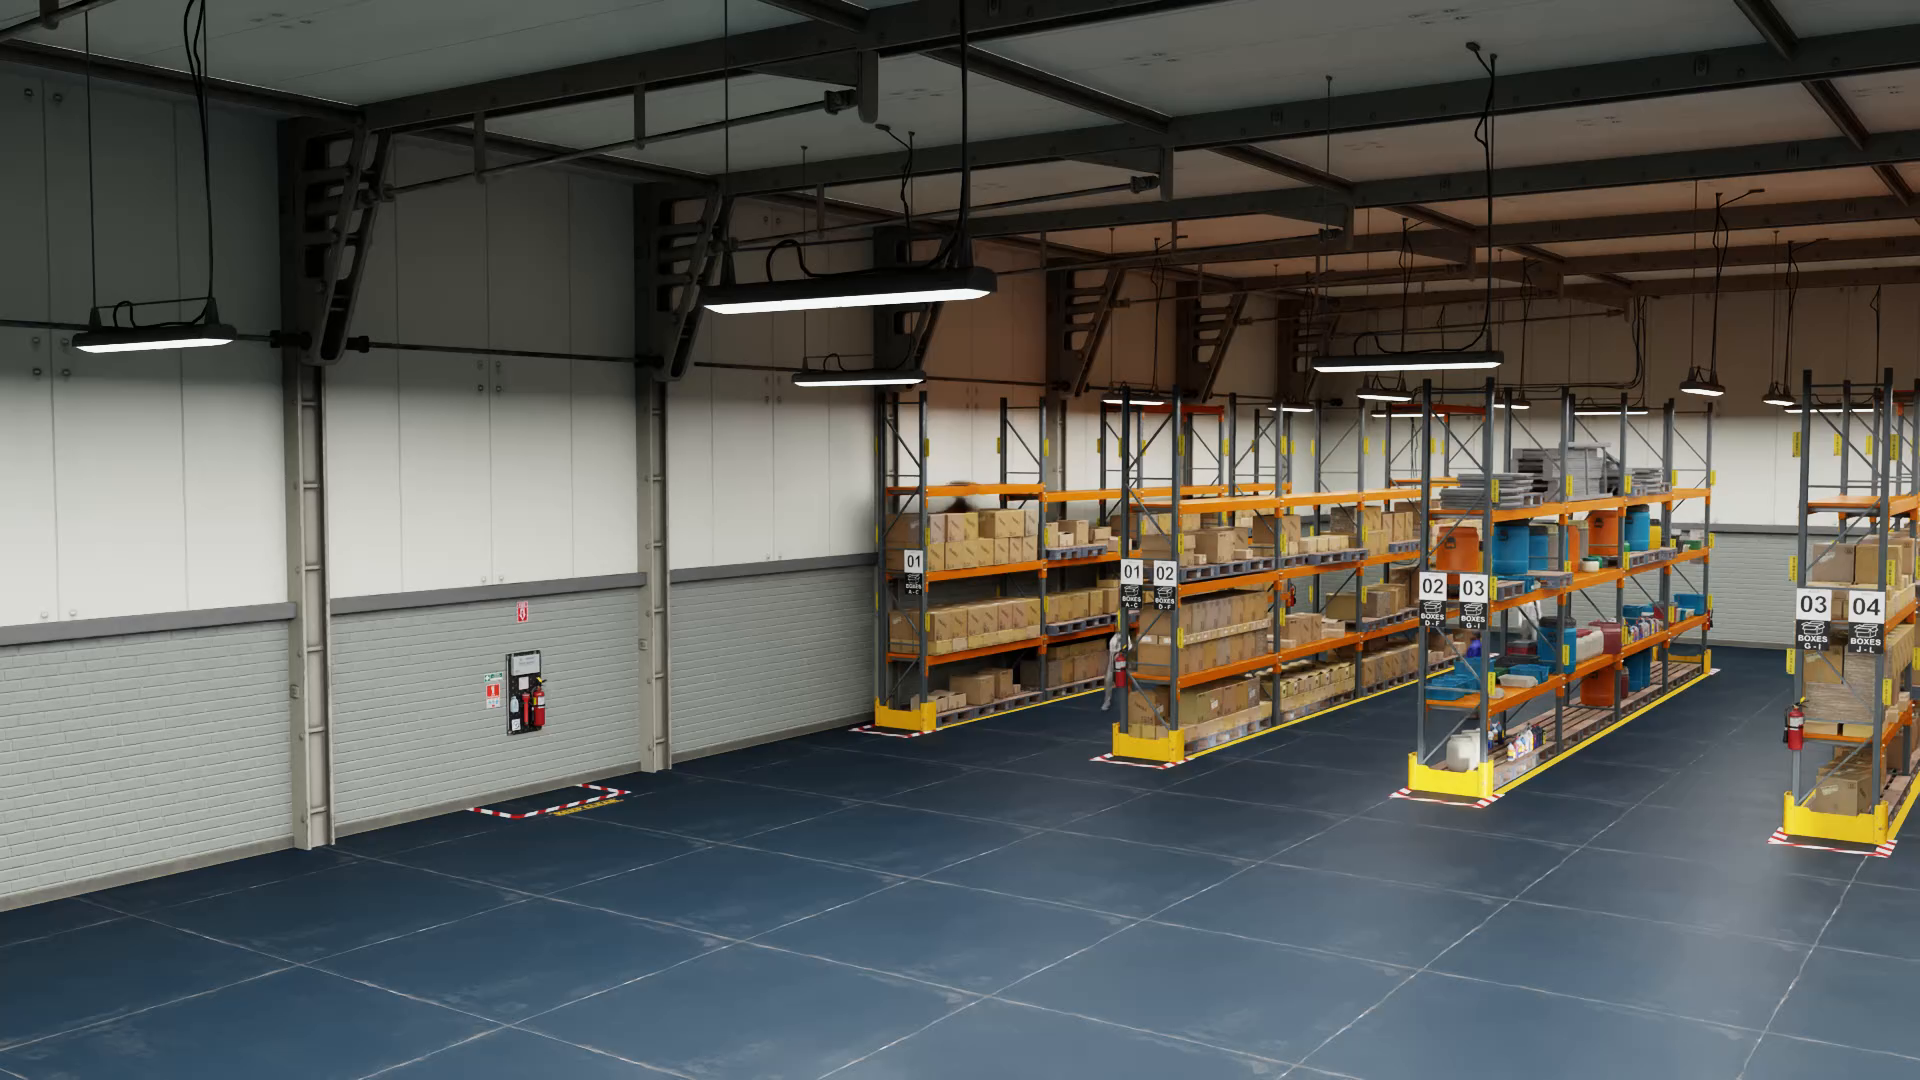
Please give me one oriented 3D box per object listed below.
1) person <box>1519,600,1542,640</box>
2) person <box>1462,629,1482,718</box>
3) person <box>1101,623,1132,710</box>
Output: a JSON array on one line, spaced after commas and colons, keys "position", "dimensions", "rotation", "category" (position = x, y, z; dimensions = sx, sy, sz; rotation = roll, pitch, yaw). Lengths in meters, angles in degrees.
[{"position": [13.772, 1.955, 40.119], "dimensions": [0.564, 1.645, 0.939], "rotation": [1, 3, 13], "category": "person"}, {"position": [9.492, 2.460, 30.732], "dimensions": [0.363, 1.668, 0.459], "rotation": [3, 4, 38], "category": "person"}, {"position": [3.089, 2.392, 31.919], "dimensions": [0.572, 1.736, 0.801], "rotation": [3, 4, 40], "category": "person"}]
